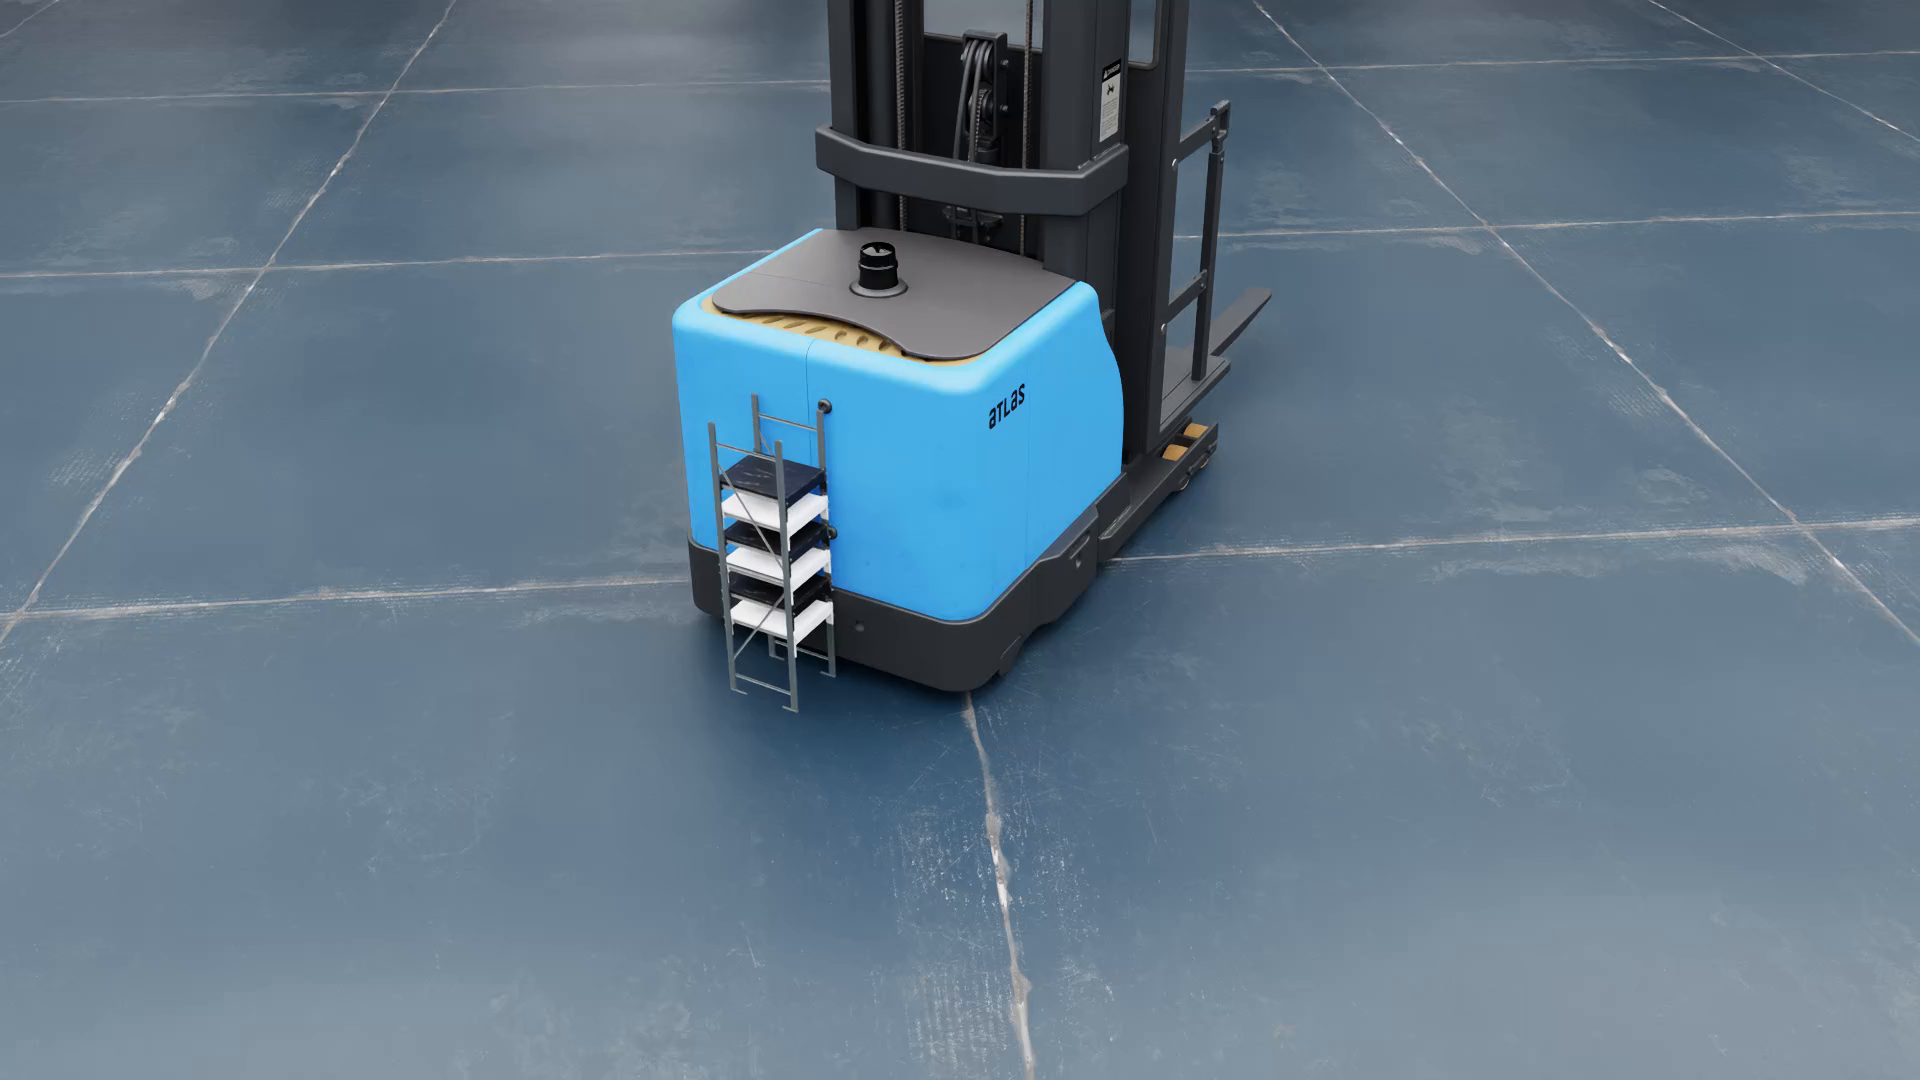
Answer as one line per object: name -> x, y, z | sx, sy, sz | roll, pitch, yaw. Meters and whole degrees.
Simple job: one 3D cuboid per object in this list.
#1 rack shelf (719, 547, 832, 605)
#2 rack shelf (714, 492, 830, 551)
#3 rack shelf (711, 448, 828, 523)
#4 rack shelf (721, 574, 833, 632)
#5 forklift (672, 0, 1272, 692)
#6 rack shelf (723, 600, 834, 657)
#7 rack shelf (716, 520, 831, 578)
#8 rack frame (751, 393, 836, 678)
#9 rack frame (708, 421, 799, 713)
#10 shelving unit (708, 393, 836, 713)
rack shelf -> -0.533, 0.076, 4.810 | 0.258, 0.077, 0.200 | 16, 34, 25
rack shelf -> -0.533, -0.078, 4.717 | 0.258, 0.077, 0.200 | 16, 34, 25
rack shelf -> -0.533, -0.155, 4.671 | 0.258, 0.077, 0.200 | 16, 34, 25
rack shelf -> -0.533, 0.154, 4.856 | 0.258, 0.077, 0.200 | 16, 34, 25
forklift -> 0.306, -1.541, 5.472 | 1.130, 2.935, 3.031 | 16, 34, 25
rack shelf -> -0.533, 0.231, 4.902 | 0.258, 0.077, 0.200 | 16, 34, 25
rack shelf -> -0.533, -0.001, 4.763 | 0.258, 0.077, 0.200 | 16, 34, 25
rack frame -> -0.483, 0.002, 4.869 | 0.240, 0.900, 0.006 | 16, 34, 25
rack frame -> -0.582, 0.093, 4.716 | 0.240, 0.900, 0.006 | 16, 34, 25
shelving unit -> -0.533, 0.048, 4.793 | 0.258, 0.900, 0.210 | 16, 34, 25
